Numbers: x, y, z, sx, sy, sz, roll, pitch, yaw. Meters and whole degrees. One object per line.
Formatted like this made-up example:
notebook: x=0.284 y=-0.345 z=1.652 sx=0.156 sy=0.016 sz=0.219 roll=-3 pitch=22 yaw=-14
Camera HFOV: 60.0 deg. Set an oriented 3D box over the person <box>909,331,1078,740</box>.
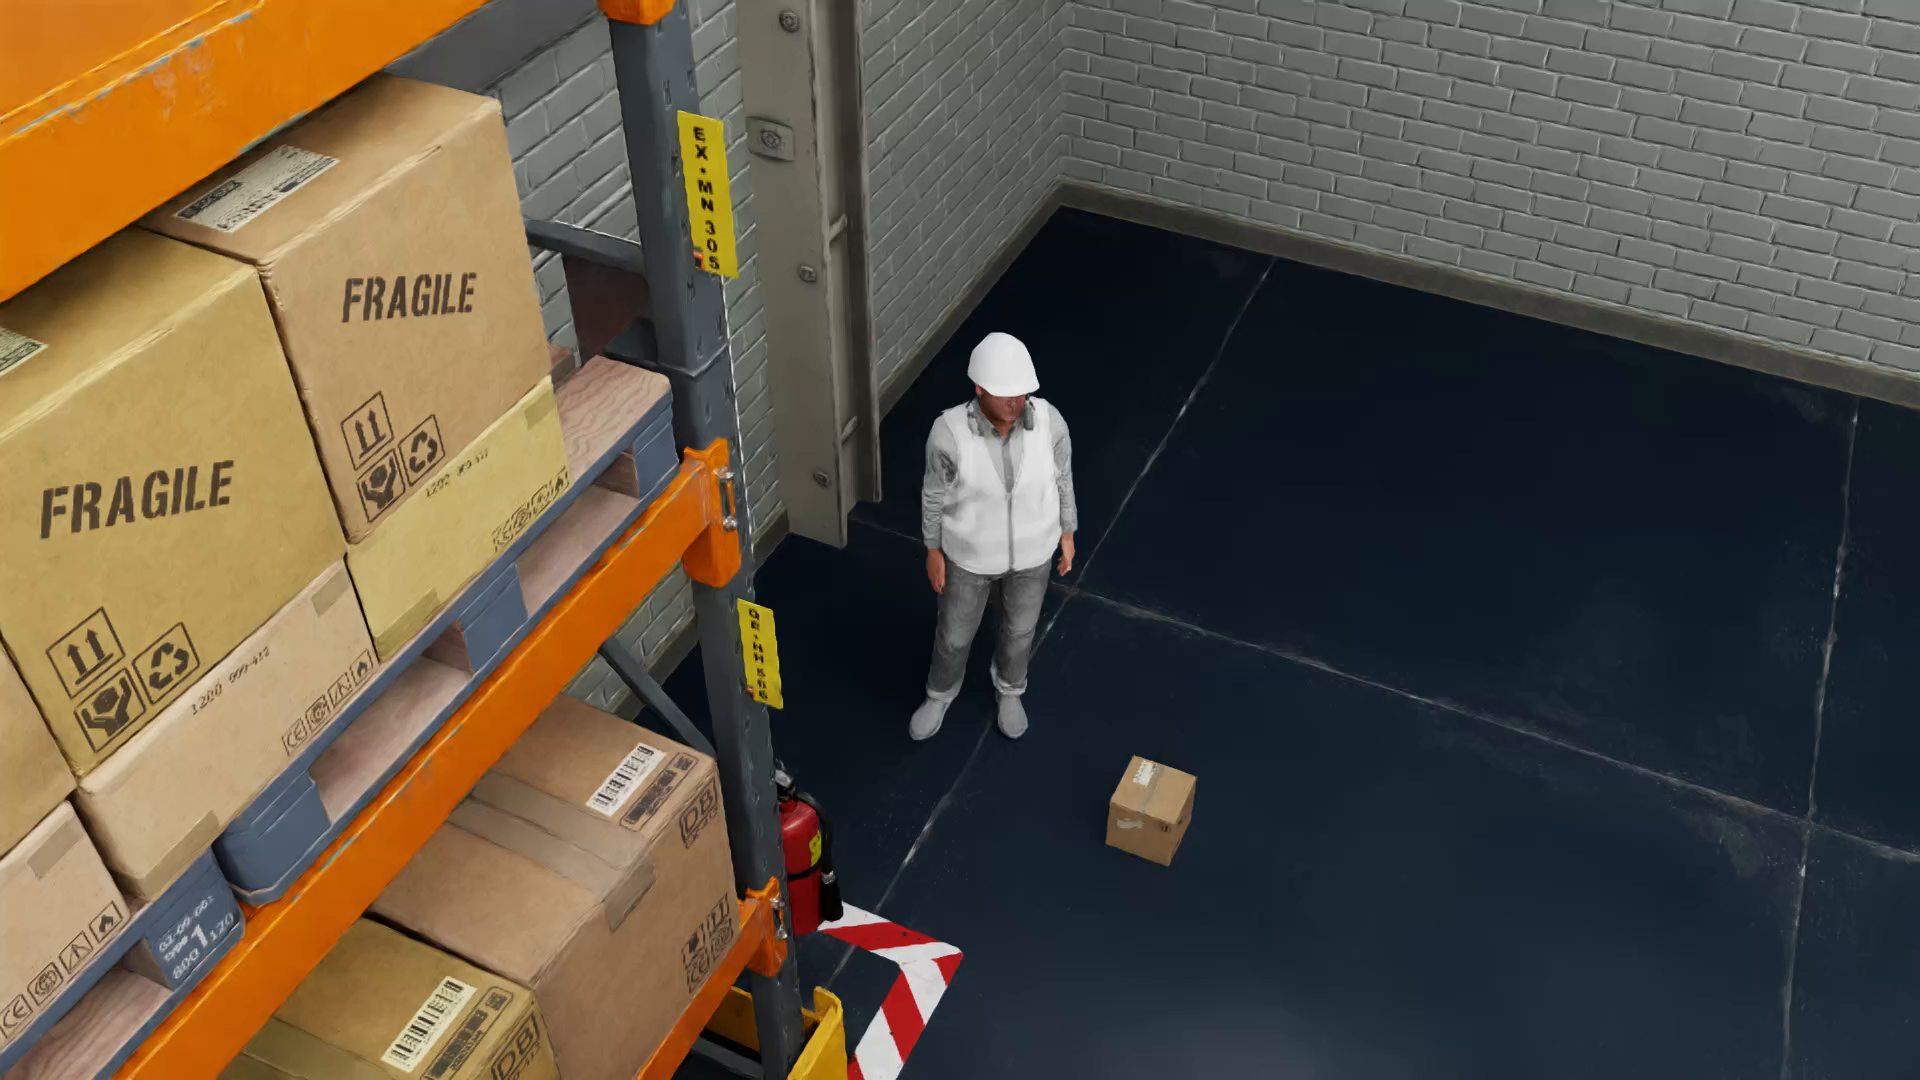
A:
person: x=0.111 y=0.028 z=6.098 sx=0.667 sy=1.777 sz=0.374 roll=-9 pitch=43 yaw=-10
